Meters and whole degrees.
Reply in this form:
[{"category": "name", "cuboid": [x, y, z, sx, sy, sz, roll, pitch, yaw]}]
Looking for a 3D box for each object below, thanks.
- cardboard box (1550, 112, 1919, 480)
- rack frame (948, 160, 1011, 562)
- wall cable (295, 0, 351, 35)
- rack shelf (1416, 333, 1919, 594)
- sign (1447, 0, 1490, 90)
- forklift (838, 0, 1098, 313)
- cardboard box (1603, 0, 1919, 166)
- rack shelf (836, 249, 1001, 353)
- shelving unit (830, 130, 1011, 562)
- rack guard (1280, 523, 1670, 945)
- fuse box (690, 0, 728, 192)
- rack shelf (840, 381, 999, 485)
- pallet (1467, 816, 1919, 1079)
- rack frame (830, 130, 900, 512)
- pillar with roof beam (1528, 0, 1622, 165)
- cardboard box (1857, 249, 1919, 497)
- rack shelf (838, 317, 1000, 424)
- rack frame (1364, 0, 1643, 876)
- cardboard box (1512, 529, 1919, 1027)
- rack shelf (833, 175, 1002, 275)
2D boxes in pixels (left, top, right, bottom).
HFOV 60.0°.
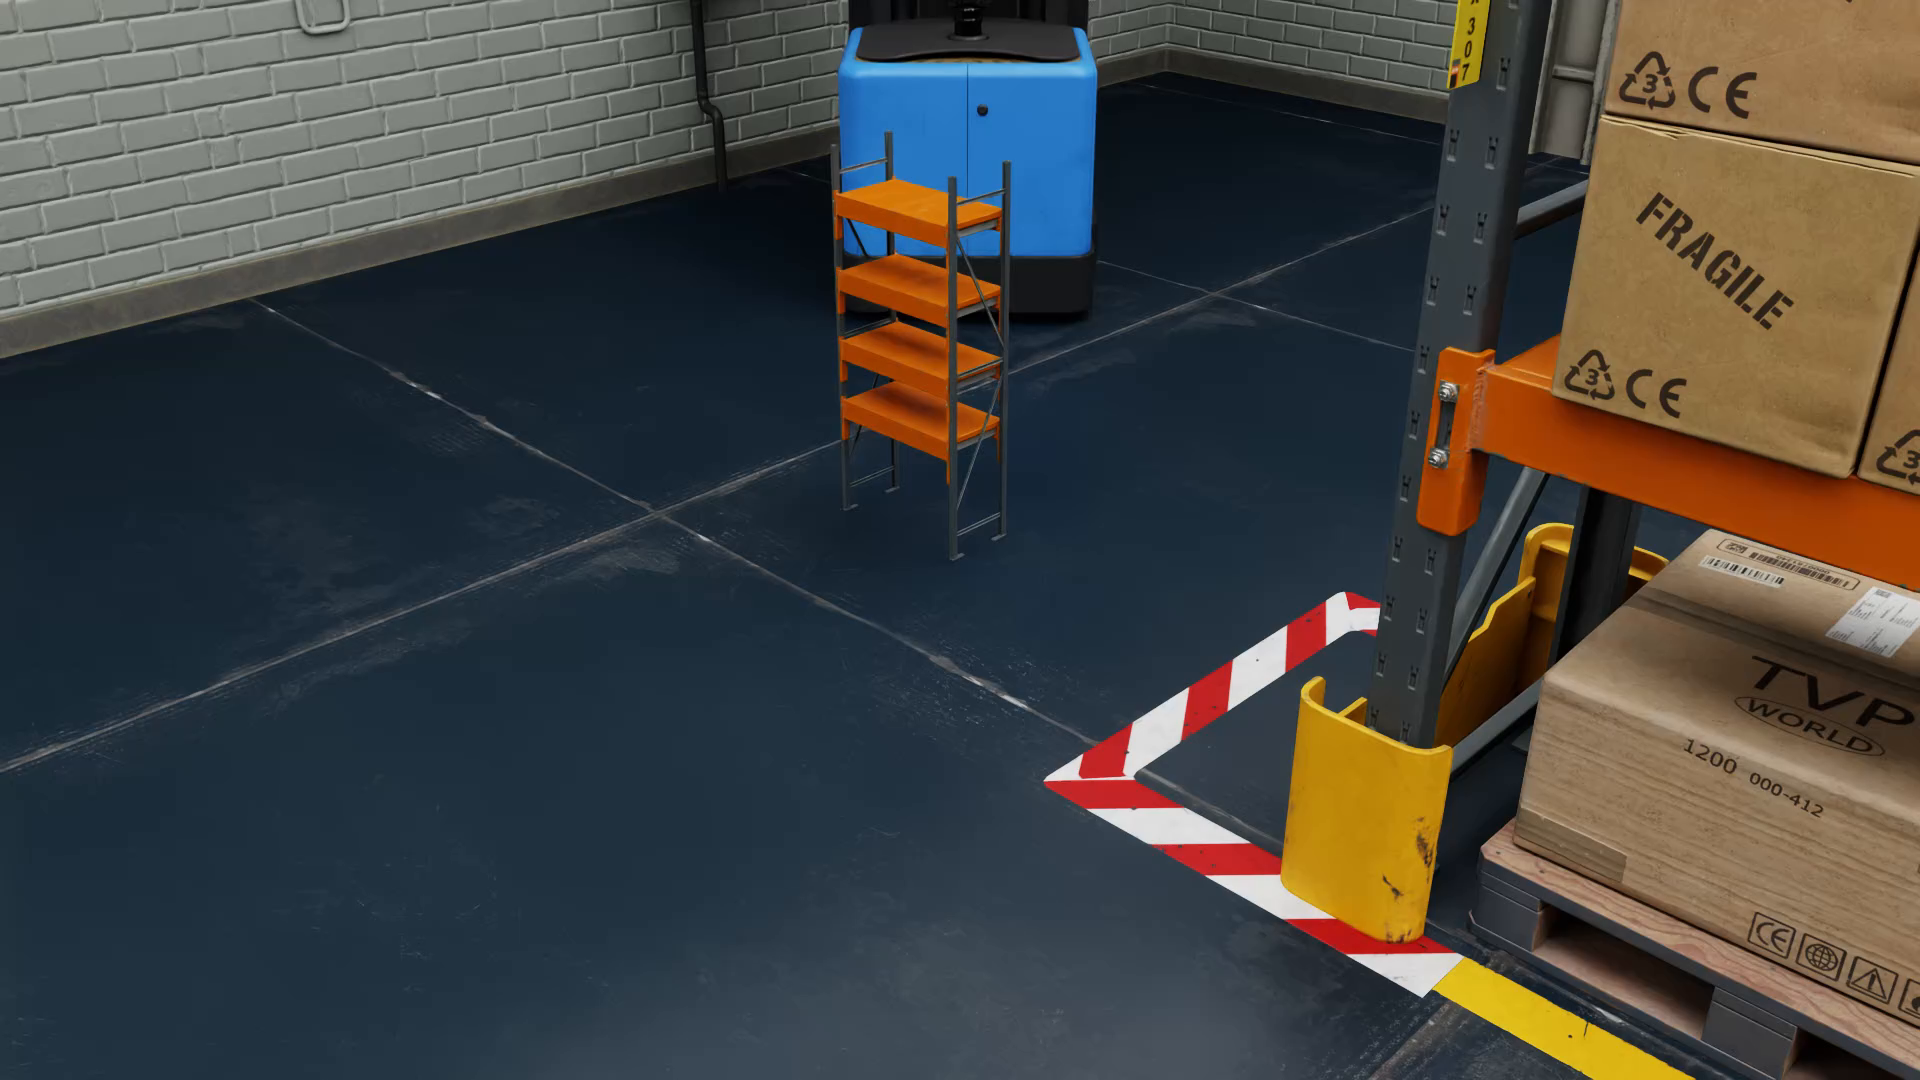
[{"category": "cardboard box", "cuboid": [1.392, -0.476, 2.825, 0.500, 0.500, 0.500, 24, 36, 38]}, {"category": "rack frame", "cuboid": [0.056, -0.505, 4.922, 0.015, 1.200, 0.240, 25, 36, 38]}, {"category": "wall cable", "cuboid": [-2.786, -2.979, 6.568, 0.123, 1.953, 0.585, 25, 36, 38]}, {"category": "rack shelf", "cuboid": [2.677, 0.287, 2.254, 4.000, 0.370, 1.077, 25, 36, 38]}, {"category": "sign", "cuboid": [0.857, -0.920, 2.761, 0.005, 0.325, 0.100, 25, 36, 38]}, {"category": "forklift", "cuboid": [0.040, -2.878, 7.574, 1.130, 2.935, 3.031, 0, 28, 0]}, {"category": "cardboard box", "cuboid": [1.393, -0.919, 2.594, 0.500, 0.500, 0.500, 24, 36, 37]}, {"category": "rack shelf", "cuboid": [-0.118, -0.724, 5.001, 0.480, 0.148, 0.258, 25, 36, 38]}, {"category": "shelving unit", "cuboid": [-0.118, -0.585, 5.073, 0.503, 1.200, 0.258, 25, 36, 38]}, {"category": "rack guard", "cuboid": [1.234, 0.415, 3.924, 0.348, 0.500, 1.175, 25, 36, 38]}, {"category": "fuse box", "cuboid": [-1.210, -2.595, 8.347, 0.414, 1.711, 0.539, 25, 36, 38]}, {"category": "rack shelf", "cuboid": [-0.118, -0.350, 5.197, 0.480, 0.148, 0.258, 25, 36, 38]}, {"category": "pallet", "cuboid": [1.876, 0.786, 3.529, 1.213, 0.211, 1.003, 25, 36, 38]}, {"category": "rack frame", "cuboid": [-0.292, -0.665, 5.225, 0.015, 1.200, 0.240, 25, 36, 38]}, {"category": "pillar with roof beam", "cuboid": [0.419, -4.738, 4.591, 0.400, 9.000, 9.100, 25, 36, 38]}, {"category": "cardboard box", "cuboid": [1.772, -0.320, 2.529, 0.500, 0.500, 0.500, 24, 36, 38]}, {"category": "rack shelf", "cuboid": [-0.118, -0.526, 5.105, 0.480, 0.148, 0.258, 25, 36, 38]}, {"category": "rack frame", "cuboid": [1.251, -0.684, 3.327, 0.127, 3.000, 1.000, 25, 36, 38]}, {"category": "cardboard box", "cuboid": [1.791, 0.447, 3.479, 0.875, 0.438, 0.875, 23, 36, 37]}, {"category": "rack shelf", "cuboid": [-0.118, -0.933, 4.891, 0.480, 0.148, 0.258, 25, 36, 38]}]
